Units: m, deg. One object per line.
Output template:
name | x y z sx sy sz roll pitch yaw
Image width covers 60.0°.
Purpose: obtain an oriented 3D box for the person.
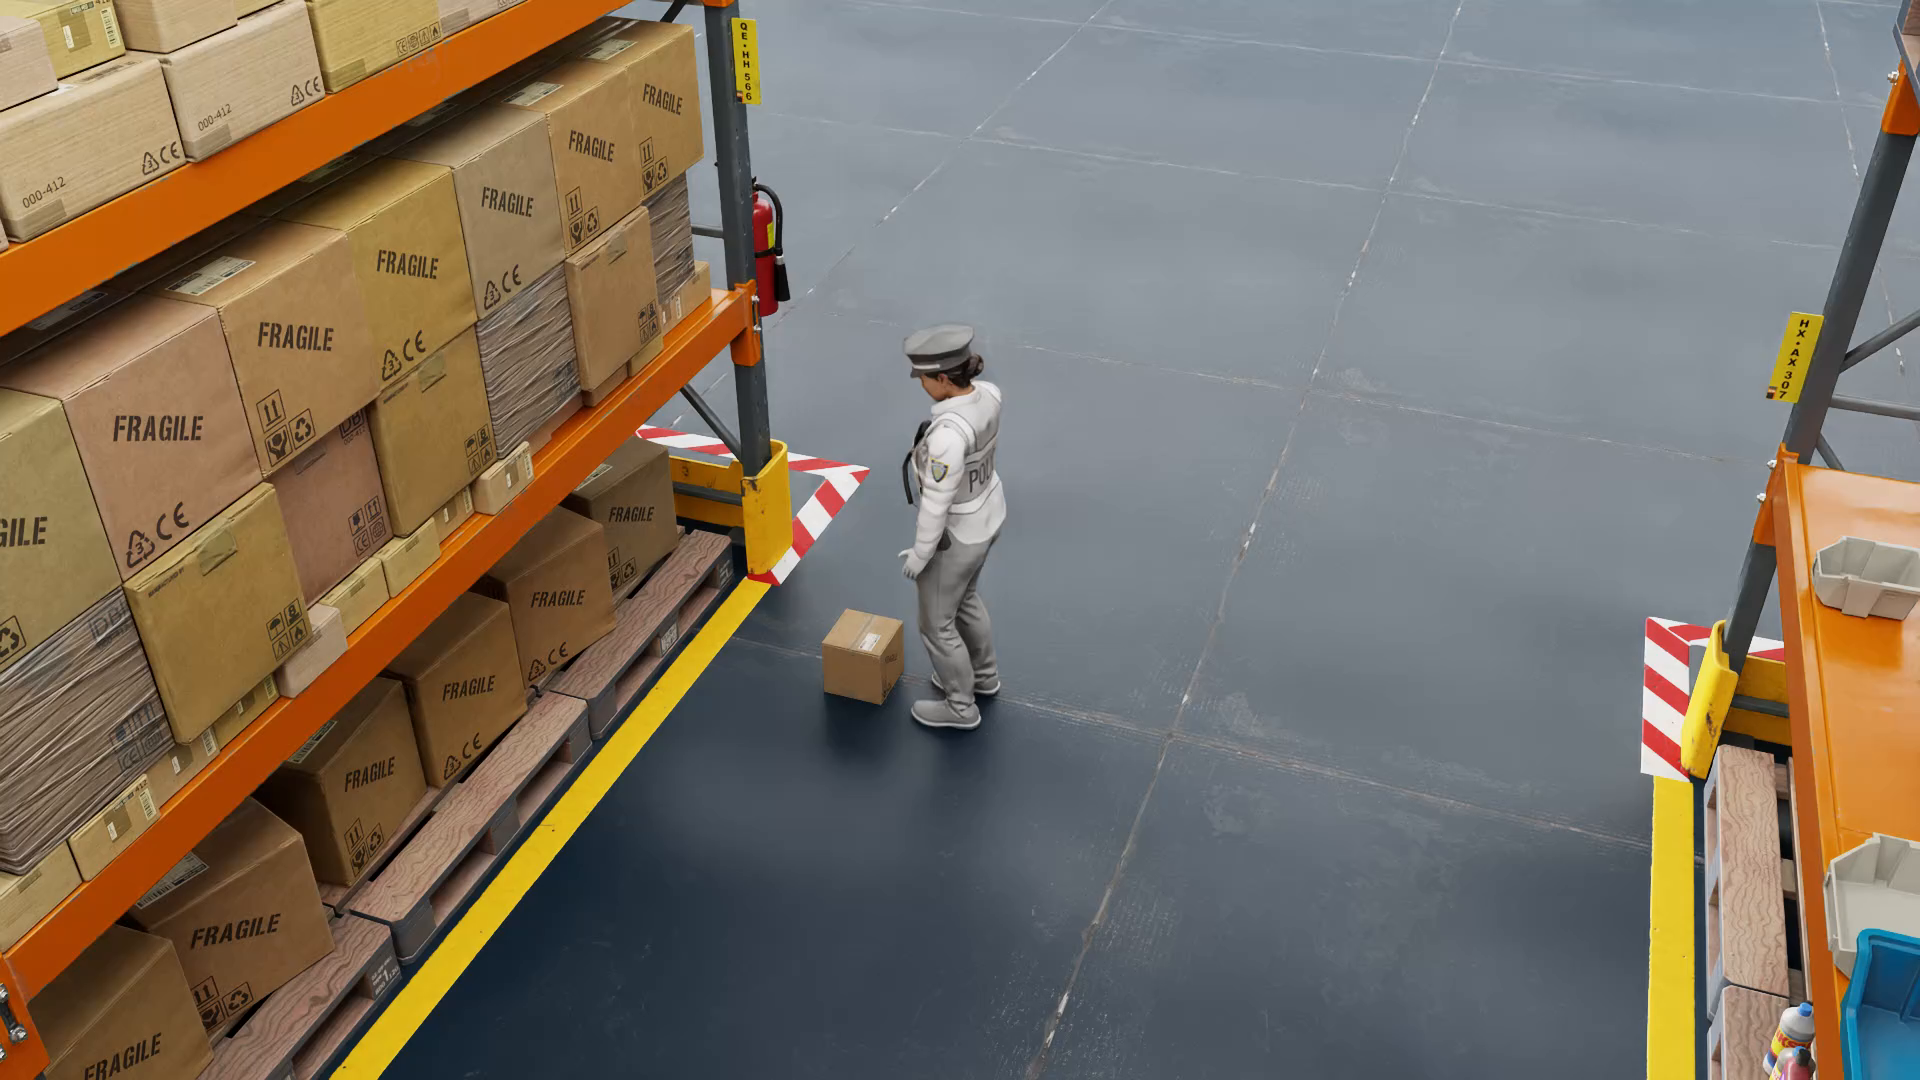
person | -0.025 -0.021 6.187 0.352 1.656 0.478 12 35 17
